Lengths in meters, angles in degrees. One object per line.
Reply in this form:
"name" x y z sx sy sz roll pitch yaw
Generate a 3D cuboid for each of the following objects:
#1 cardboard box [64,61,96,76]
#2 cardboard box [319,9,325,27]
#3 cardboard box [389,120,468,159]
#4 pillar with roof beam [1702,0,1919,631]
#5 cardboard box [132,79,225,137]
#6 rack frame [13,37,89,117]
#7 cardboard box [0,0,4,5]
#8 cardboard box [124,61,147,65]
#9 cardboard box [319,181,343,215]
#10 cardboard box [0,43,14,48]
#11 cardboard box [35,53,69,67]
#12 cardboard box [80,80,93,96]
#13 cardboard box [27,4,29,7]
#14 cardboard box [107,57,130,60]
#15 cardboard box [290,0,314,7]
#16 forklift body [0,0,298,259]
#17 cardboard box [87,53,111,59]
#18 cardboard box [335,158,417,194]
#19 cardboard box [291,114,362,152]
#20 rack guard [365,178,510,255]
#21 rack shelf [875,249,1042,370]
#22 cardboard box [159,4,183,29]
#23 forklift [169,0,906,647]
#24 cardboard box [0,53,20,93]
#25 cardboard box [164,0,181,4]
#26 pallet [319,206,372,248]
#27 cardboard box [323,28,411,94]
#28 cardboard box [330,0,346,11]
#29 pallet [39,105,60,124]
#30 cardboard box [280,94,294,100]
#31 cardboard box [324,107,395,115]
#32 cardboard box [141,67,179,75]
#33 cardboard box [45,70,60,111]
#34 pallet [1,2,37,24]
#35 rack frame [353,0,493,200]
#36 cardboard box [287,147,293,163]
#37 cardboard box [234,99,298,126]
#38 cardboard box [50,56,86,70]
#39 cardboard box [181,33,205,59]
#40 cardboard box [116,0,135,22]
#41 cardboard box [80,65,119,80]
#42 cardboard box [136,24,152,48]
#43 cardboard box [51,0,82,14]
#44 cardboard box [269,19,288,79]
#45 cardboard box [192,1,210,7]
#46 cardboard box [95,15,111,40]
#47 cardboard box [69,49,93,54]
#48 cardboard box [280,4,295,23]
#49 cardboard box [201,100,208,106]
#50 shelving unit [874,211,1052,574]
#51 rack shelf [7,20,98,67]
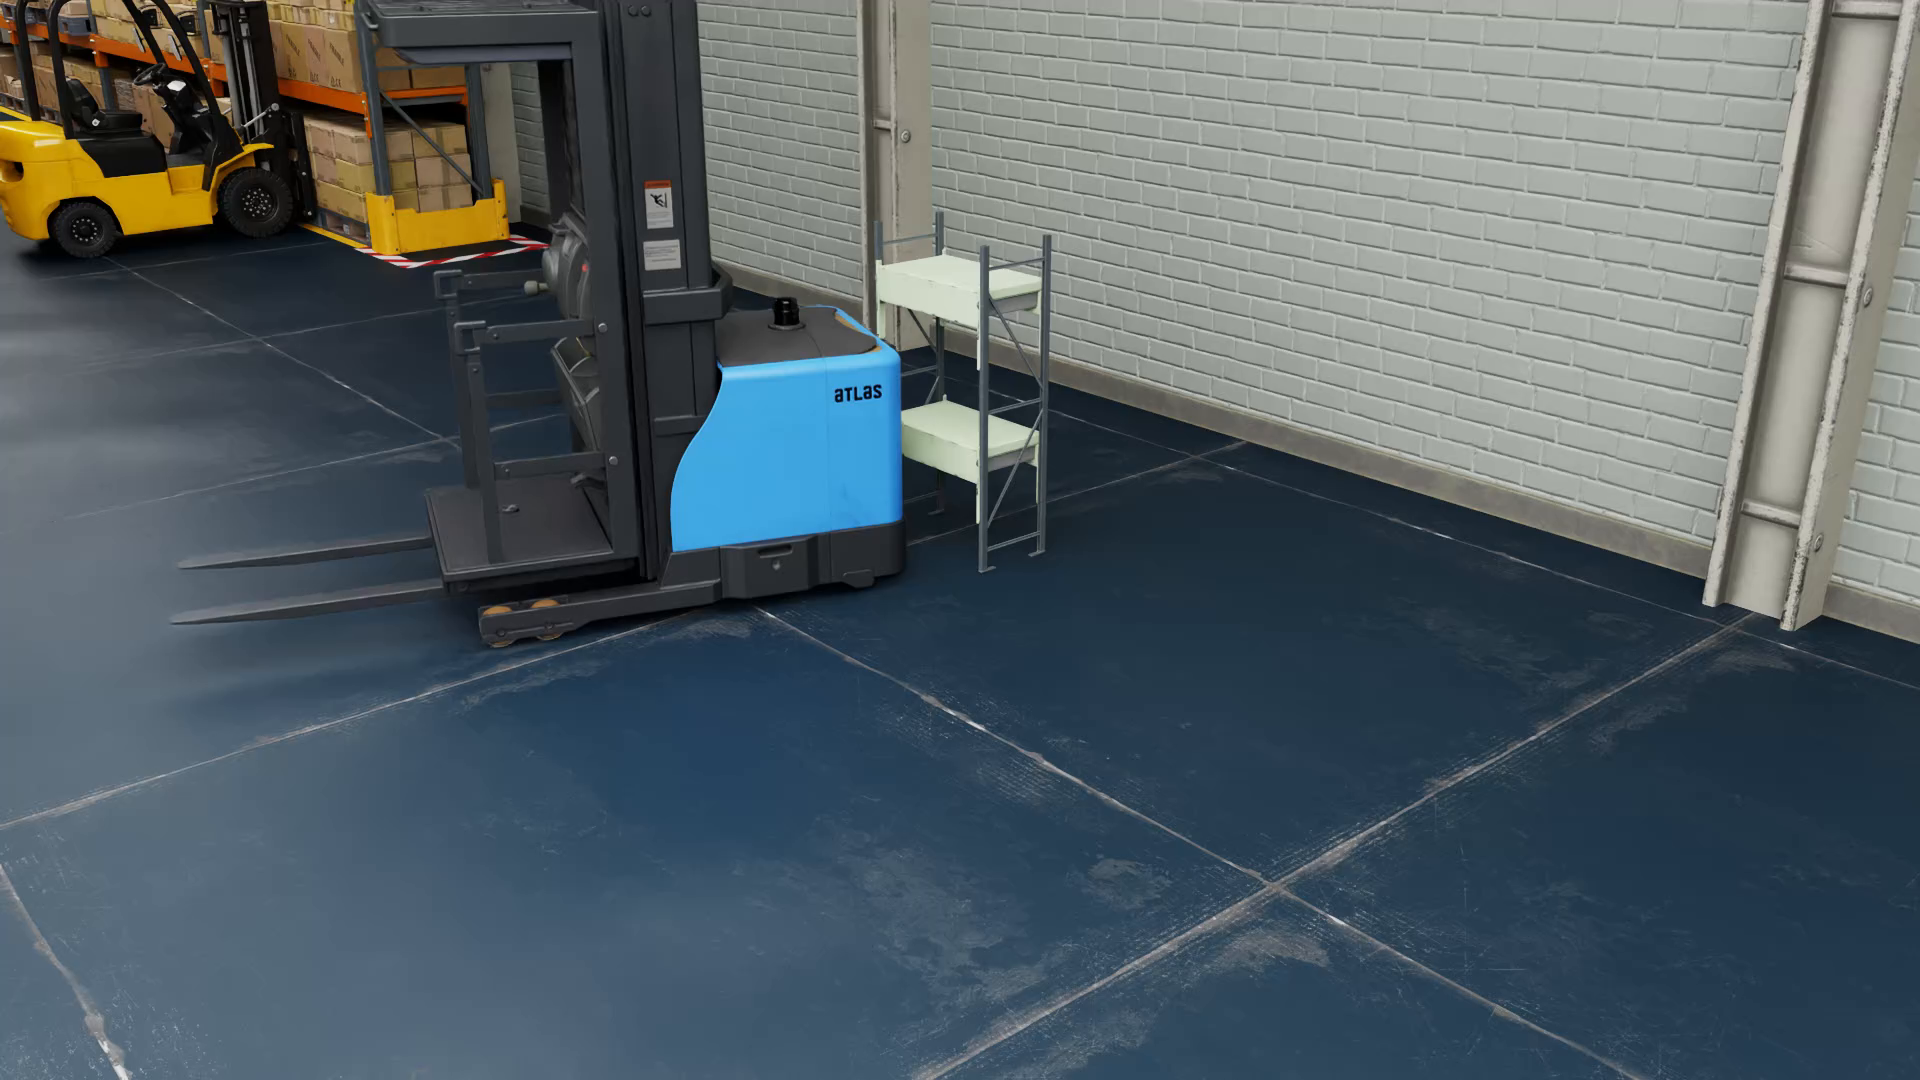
"cardboard box" -11.152 -6.003 21.161 0.380 0.149 0.250 -19 28 -40
"cardboard box" -5.322 -4.538 14.430 0.380 0.149 0.250 -17 27 -36
"cardboard box" -4.741 -3.569 14.807 0.500 0.250 0.500 -18 28 -38
"pillar with roof beam" 0.229 -2.870 2.974 9.100 9.000 0.400 -17 27 -37
"cardboard box" -8.964 -4.956 19.205 0.875 0.625 0.625 -16 27 -36
"rack frame" -12.404 -7.326 22.575 1.000 3.000 0.127 -17 27 -37
"cardboard box" -12.921 -7.477 22.759 0.500 0.250 0.500 -17 27 -36
"cardboard box" -10.381 -5.999 21.150 0.380 0.149 0.250 -19 28 -40
"cardboard box" -5.435 -3.120 15.031 0.500 0.250 0.500 -17 27 -37
"cardboard box" -14.688 -7.272 25.286 0.797 0.503 0.637 -19 28 -39
"cardboard box" -12.132 -6.439 22.273 0.380 0.149 0.250 -18 28 -39
"cardboard box" -10.551 -5.459 20.659 0.500 0.500 0.500 -18 28 -38
"cardboard box" -11.788 -6.983 21.309 0.396 0.266 0.258 -16 26 -35
"cardboard box" -10.926 -6.202 21.667 0.380 0.149 0.250 -19 28 -39
"cardboard box" -5.701 -4.805 14.704 0.380 0.149 0.250 -17 27 -36
"forklift body" -7.191 -3.705 14.494 2.313 2.155 1.214 -17 27 -37
"cardboard box" -11.417 -6.425 22.238 0.380 0.149 0.250 -19 28 -40
"cardboard box" -5.126 -3.218 14.597 0.500 0.250 0.500 -18 28 -38
"cardboard box" -5.783 -3.721 15.194 0.500 0.250 0.500 -17 27 -37
"rack guard" -4.555 -2.840 14.549 1.175 0.500 0.348 -17 27 -37
"rack shelf" 0.004 -1.060 7.563 0.431 0.370 0.720 -17 27 -37
"cardboard box" -8.038 -5.494 17.417 0.500 0.250 0.500 -18 28 -39
"forklift" -1.812 -1.140 6.876 3.031 2.935 1.130 -8 23 -19
"cardboard box" -13.482 -6.739 23.928 0.700 0.500 0.500 -19 28 -39
"cardboard box" -8.147 -5.694 17.382 0.380 0.149 0.250 -19 28 -39
"pallet" -5.102 -2.913 15.133 1.003 0.211 1.213 -17 27 -37
"cardboard box" -5.091 -4.130 14.279 0.500 0.500 0.500 -18 28 -39
"cardboard box" -5.149 -4.607 14.199 0.380 0.149 0.250 -17 27 -37
"pallet" -11.845 -5.812 22.533 1.003 0.211 1.213 -17 27 -37
"cardboard box" -6.714 -4.406 16.945 0.500 0.250 0.500 -17 27 -36
"cardboard box" -5.718 -3.990 15.882 0.500 0.250 0.500 -18 28 -38
"cardboard box" -9.897 -5.773 20.572 0.380 0.149 0.250 -16 26 -35
"cardboard box" -11.581 -5.886 21.752 0.500 0.500 0.500 -18 28 -39
"pallet" -11.965 -6.990 21.980 1.003 0.211 1.213 -17 27 -37
"rack frame" -4.571 -4.010 14.110 1.000 3.000 0.127 -17 27 -37
"cardboard box" -6.122 -3.636 15.664 0.500 0.250 0.500 -18 27 -38
"cardboard box" -6.778 -4.144 16.275 0.500 0.250 0.500 -17 27 -37
"cardboard box" -11.632 -6.220 21.714 0.380 0.149 0.250 -18 27 -38
"cardboard box" -7.709 -5.123 17.155 0.500 0.250 0.500 -17 27 -36
"cardboard box" -9.035 -5.915 18.494 0.500 0.250 0.500 -18 28 -39
"cardboard box" -10.647 -5.782 20.595 0.380 0.149 0.250 -19 28 -39
"cardboard box" -8.685 -5.545 18.235 0.500 0.250 0.500 -16 27 -36
"cardboard box" -10.727 -6.561 20.251 0.500 0.250 0.500 -19 28 -40
"cardboard box" -6.094 -4.554 15.360 0.500 0.500 0.500 -17 27 -37
"cardboard box" -7.573 -5.506 16.901 0.380 0.149 0.250 -16 27 -36
"cardboard box" -9.689 -5.970 19.319 0.500 0.250 0.500 -17 27 -37
"cardboard box" -11.945 -6.626 22.751 0.380 0.149 0.250 -19 28 -39
"cardboard box" -5.866 -4.737 14.938 0.380 0.149 0.250 -17 27 -37
"cardboard box" -7.531 -4.347 17.649 0.875 0.625 0.625 -16 26 -35
"shelving unit" 0.004 -0.697 7.706 0.431 1.500 0.755 -17 27 -37
"rack shelf" -11.099 -6.438 21.295 1.077 0.370 4.000 -17 27 -37
